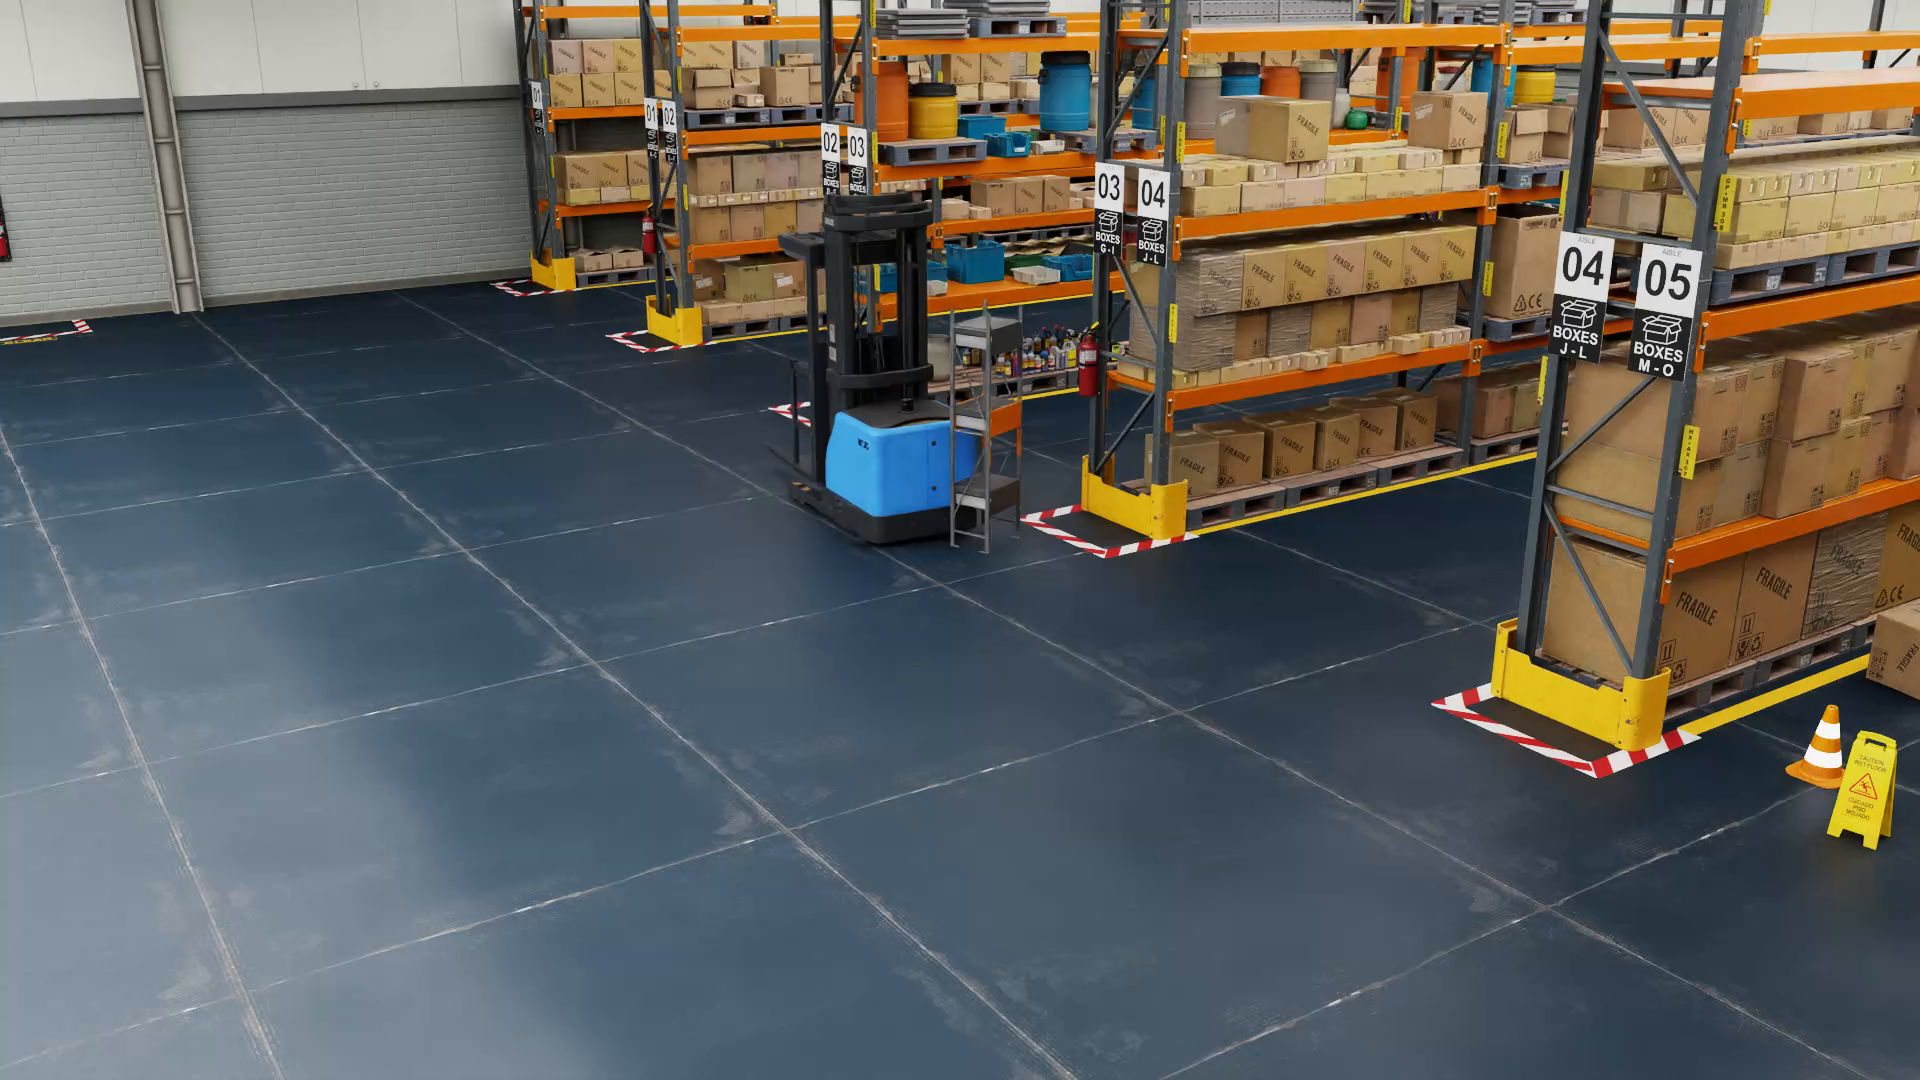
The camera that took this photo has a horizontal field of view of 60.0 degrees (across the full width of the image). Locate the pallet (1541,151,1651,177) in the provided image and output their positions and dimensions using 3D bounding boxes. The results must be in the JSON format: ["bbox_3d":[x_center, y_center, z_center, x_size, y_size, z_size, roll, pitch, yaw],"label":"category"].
[{"bbox_3d":[6.295,-3.884,17.160,1.003,0.211,1.213,-12,22,-31],"label":"pallet"}]

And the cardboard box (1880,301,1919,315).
[{"bbox_3d":[7.173,-1.471,12.491,0.550,0.550,0.875,-12,22,-31],"label":"cardboard box"}]

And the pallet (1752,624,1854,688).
[{"bbox_3d":[5.802,0.706,12.326,1.213,0.211,1.003,-12,22,-31],"label":"pallet"}]

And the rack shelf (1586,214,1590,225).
[{"bbox_3d":[10.484,-5.034,26.074,4.000,0.370,1.077,-12,22,-31],"label":"rack shelf"}]

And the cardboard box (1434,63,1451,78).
[{"bbox_3d":[8.308,-8.305,29.397,0.500,0.250,0.500,-12,22,-31],"label":"cardboard box"}]

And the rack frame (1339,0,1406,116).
[{"bbox_3d":[5.473,-7.160,21.872,0.127,3.000,1.000,-12,22,-31],"label":"rack frame"}]

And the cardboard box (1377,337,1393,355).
[{"bbox_3d":[3.954,-1.901,16.076,0.250,0.149,0.380,-12,22,-31],"label":"cardboard box"}]

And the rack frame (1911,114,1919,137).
[{"bbox_3d":[7.500,-3.786,11.892,0.127,3.000,1.000,-12,22,-31],"label":"rack frame"}]

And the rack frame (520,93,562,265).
[{"bbox_3d":[-6.657,-5.558,26.503,0.127,3.000,1.000,-12,22,-31],"label":"rack frame"}]

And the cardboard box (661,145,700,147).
[{"bbox_3d":[-4.677,-6.353,27.886,0.500,0.500,0.500,-11,22,-30],"label":"cardboard box"}]

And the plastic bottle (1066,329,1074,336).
[{"bbox_3d":[1.370,-2.528,21.105,0.135,0.276,0.152,-11,22,-29],"label":"plastic bottle"}]

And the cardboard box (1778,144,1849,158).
[{"bbox_3d":[5.947,-2.672,11.617,0.250,0.149,0.380,-12,22,-31],"label":"cardboard box"}]

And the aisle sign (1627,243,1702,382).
[{"bbox_3d":[4.265,-1.378,10.078,0.004,0.787,0.394,-12,22,-31],"label":"aisle sign"}]

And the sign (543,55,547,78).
[{"bbox_3d":[-6.358,-7.248,25.453,0.005,0.325,0.100,-12,22,-31],"label":"sign"}]

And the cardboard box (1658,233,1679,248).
[{"bbox_3d":[4.462,-1.981,10.817,0.250,0.149,0.380,-12,22,-31],"label":"cardboard box"}]

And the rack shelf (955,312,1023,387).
[{"bbox_3d":[0.226,-1.624,14.127,0.431,0.518,0.480,13,22,33],"label":"rack shelf"}]

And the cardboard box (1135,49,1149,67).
[{"bbox_3d":[3.120,-7.660,26.319,0.500,0.500,0.500,-12,22,-31],"label":"cardboard box"}]

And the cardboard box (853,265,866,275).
[{"bbox_3d":[-1.695,-3.876,23.993,0.500,0.500,0.500,-12,22,-31],"label":"cardboard box"}]

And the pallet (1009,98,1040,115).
[{"bbox_3d":[1.302,-6.634,25.294,1.213,0.211,1.003,-11,21,-29],"label":"pallet"}]

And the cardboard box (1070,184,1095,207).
[{"bbox_3d":[1.899,-5.495,26.455,0.500,0.311,0.500,-12,22,-32],"label":"cardboard box"}]

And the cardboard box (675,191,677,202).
[{"bbox_3d":[-3.715,-4.707,22.815,0.250,0.149,0.380,-12,22,-32],"label":"cardboard box"}]

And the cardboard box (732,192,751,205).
[{"bbox_3d":[-3.055,-4.691,22.768,0.250,0.149,0.380,-12,22,-31],"label":"cardboard box"}]

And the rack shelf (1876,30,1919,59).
[{"bbox_3d":[13.208,-6.361,21.258,4.000,0.370,1.077,-12,22,-31],"label":"rack shelf"}]

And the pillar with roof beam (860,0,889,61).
[{"bbox_3d":[0.831,-8.660,26.311,0.400,9.000,9.100,-12,22,-31],"label":"pillar with roof beam"}]

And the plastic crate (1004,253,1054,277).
[{"bbox_3d":[0.844,-3.349,20.298,0.662,0.188,0.450,-12,22,-31],"label":"plastic crate"}]

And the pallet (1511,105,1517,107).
[{"bbox_3d":[7.267,-5.989,23.387,1.213,0.211,1.003,-12,22,-31],"label":"pallet"}]

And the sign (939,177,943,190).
[{"bbox_3d":[-0.282,-5.238,24.080,0.005,0.325,0.100,-12,22,-31],"label":"sign"}]

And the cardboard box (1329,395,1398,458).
[{"bbox_3d":[4.026,-1.140,16.682,0.500,0.500,0.500,-5,19,-14],"label":"cardboard box"}]

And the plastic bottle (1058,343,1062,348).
[{"bbox_3d":[1.245,-2.276,20.349,0.133,0.283,0.061,-12,22,-31],"label":"plastic bottle"}]

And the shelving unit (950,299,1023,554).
[{"bbox_3d":[0.226,-0.974,14.346,0.431,2.100,0.503,13,22,33],"label":"shelving unit"}]

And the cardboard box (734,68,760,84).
[{"bbox_3d":[-3.604,-7.585,27.627,0.500,0.500,0.500,-11,22,-30],"label":"cardboard box"}]

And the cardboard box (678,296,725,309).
[{"bbox_3d":[-3.644,-3.304,23.472,0.500,0.250,0.500,-12,22,-31],"label":"cardboard box"}]

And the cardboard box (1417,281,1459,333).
[{"bbox_3d":[4.447,-2.414,16.581,0.500,0.500,0.875,-12,22,-31],"label":"cardboard box"}]

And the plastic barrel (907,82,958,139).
[{"bbox_3d":[-0.326,-4.852,18.781,0.600,0.588,0.600,0,19,0],"label":"plastic barrel"}]

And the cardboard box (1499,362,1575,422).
[{"bbox_3d":[6.257,-1.593,17.988,0.500,0.500,0.700,-14,23,-36],"label":"cardboard box"}]

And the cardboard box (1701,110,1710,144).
[{"bbox_3d":[7.936,-4.547,17.891,0.500,0.500,0.500,-11,22,-30],"label":"cardboard box"}]

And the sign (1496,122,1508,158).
[{"bbox_3d":[5.161,-3.810,15.841,0.005,0.325,0.100,-12,22,-31],"label":"sign"}]

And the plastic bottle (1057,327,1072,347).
[{"bbox_3d":[1.309,-2.497,20.896,0.185,0.351,0.144,-12,22,-31],"label":"plastic bottle"}]

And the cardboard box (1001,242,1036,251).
[{"bbox_3d":[0.863,-4.517,26.184,0.500,0.311,0.500,-12,22,-32],"label":"cardboard box"}]

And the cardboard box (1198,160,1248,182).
[{"bbox_3d":[2.286,-3.206,14.474,0.250,0.149,0.380,-12,22,-32],"label":"cardboard box"}]

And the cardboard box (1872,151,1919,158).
[{"bbox_3d":[6.315,-2.498,11.102,0.250,0.149,0.380,-12,22,-32],"label":"cardboard box"}]

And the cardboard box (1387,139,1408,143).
[{"bbox_3d":[4.416,-3.852,16.384,0.250,0.149,0.380,-13,22,-33],"label":"cardboard box"}]

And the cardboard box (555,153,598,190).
[{"bbox_3d":[-6.093,-5.856,26.414,0.500,0.500,0.500,-12,22,-31],"label":"cardboard box"}]

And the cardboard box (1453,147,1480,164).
[{"bbox_3d":[4.744,-3.693,15.912,0.250,0.149,0.380,-11,22,-30],"label":"cardboard box"}]

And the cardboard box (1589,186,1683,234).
[{"bbox_3d":[4.414,-2.137,10.658,0.500,0.250,0.500,-12,22,-31],"label":"cardboard box"}]

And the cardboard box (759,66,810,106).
[{"bbox_3d":[-2.392,-6.187,22.648,0.500,0.500,0.500,-12,22,-31],"label":"cardboard box"}]

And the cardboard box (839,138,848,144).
[{"bbox_3d":[-1.869,-6.820,29.392,0.500,0.500,0.700,-9,21,-24],"label":"cardboard box"}]

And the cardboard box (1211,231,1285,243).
[{"bbox_3d":[2.673,-2.586,15.528,0.500,0.500,0.500,-12,22,-31],"label":"cardboard box"}]

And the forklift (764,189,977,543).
[{"bbox_3d":[-0.992,-1.785,15.447,1.130,2.935,3.031,-10,21,-27],"label":"forklift"}]

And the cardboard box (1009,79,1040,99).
[{"bbox_3d":[1.042,-6.808,25.093,0.500,0.250,0.500,-14,23,-36],"label":"cardboard box"}]

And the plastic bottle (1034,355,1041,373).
[{"bbox_3d":[0.930,-2.123,20.022,0.097,0.201,0.097,0,19,0],"label":"plastic bottle"}]

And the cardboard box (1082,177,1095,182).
[{"bbox_3d":[2.894,-6.703,32.590,0.750,0.750,0.750,-12,22,-31],"label":"cardboard box"}]

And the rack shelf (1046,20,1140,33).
[{"bbox_3d":[1.082,-7.603,24.930,4.000,0.370,1.077,-12,22,-31],"label":"rack shelf"}]

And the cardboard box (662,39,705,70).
[{"bbox_3d":[-4.468,-7.860,26.877,0.500,0.500,0.500,-13,23,-33],"label":"cardboard box"}]

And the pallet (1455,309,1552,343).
[{"bbox_3d":[5.575,-2.293,17.144,1.213,0.211,1.003,-12,22,-31],"label":"pallet"}]
